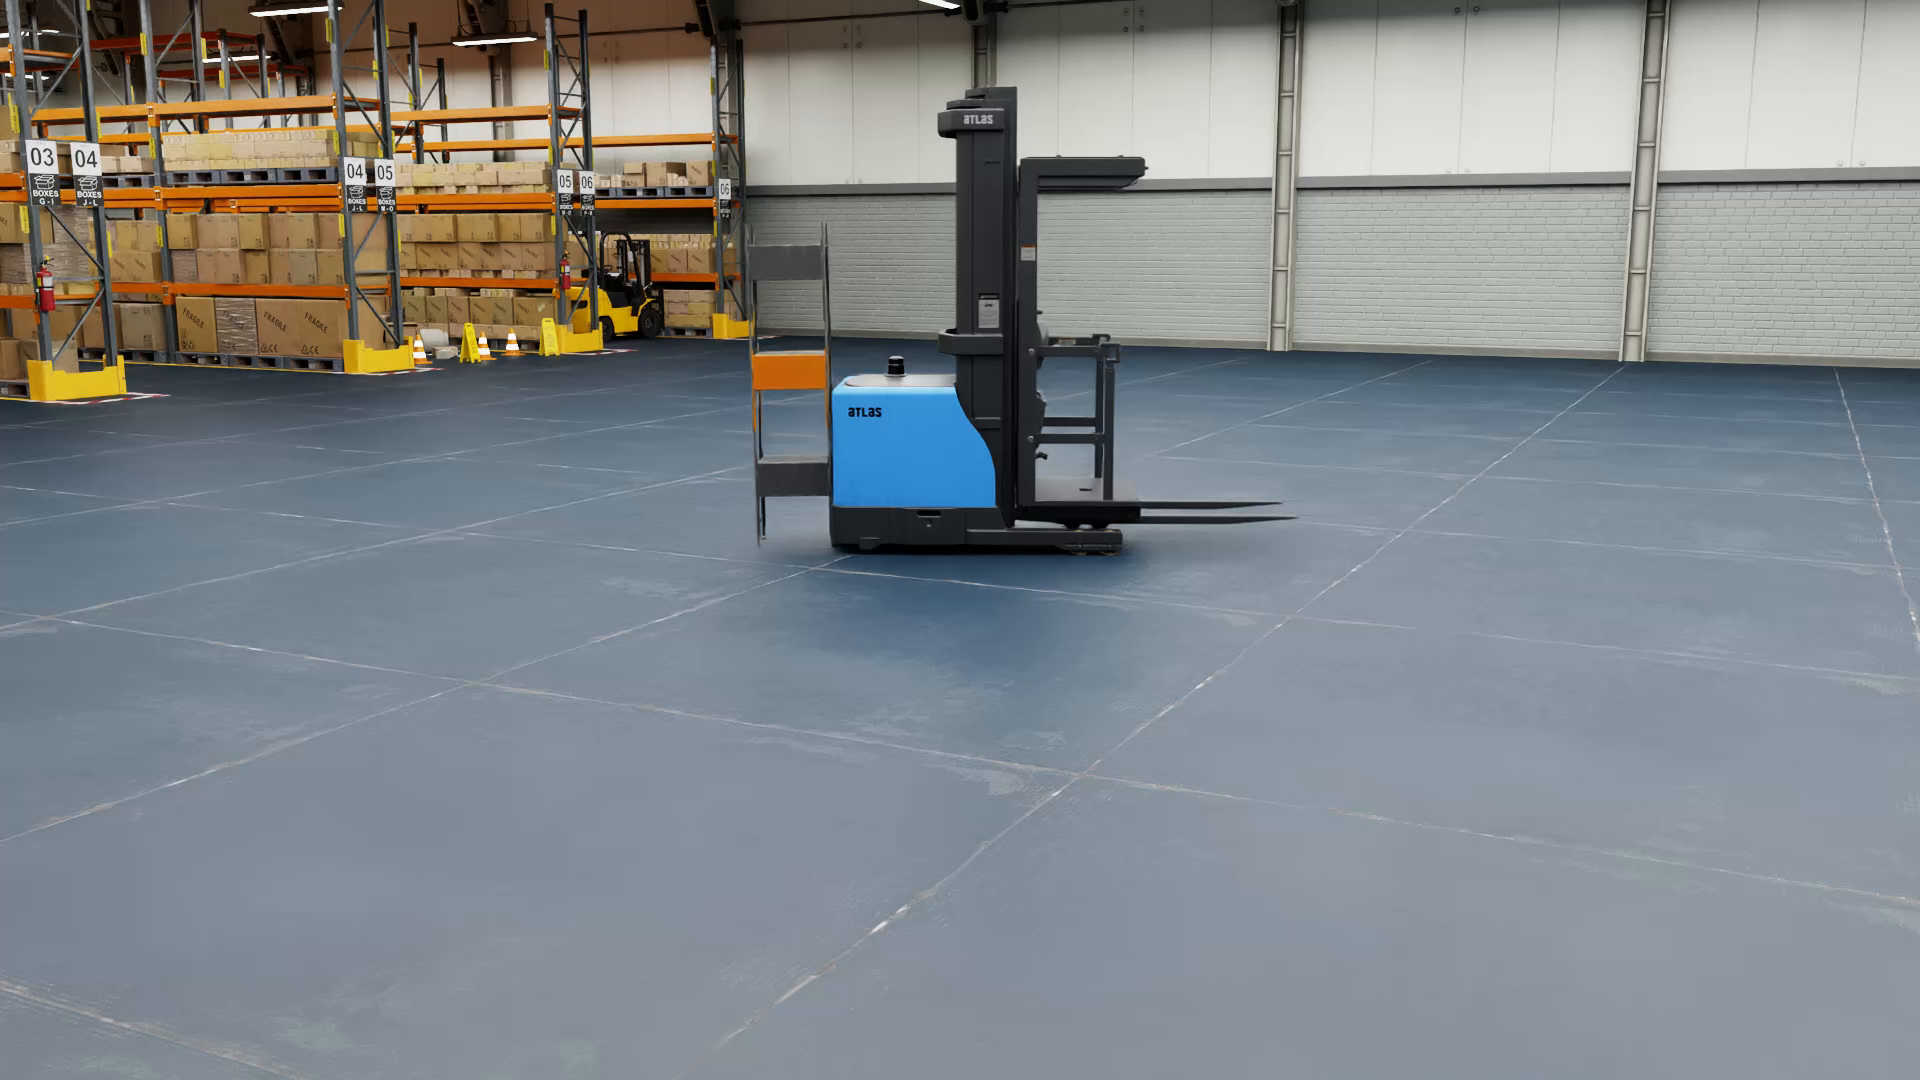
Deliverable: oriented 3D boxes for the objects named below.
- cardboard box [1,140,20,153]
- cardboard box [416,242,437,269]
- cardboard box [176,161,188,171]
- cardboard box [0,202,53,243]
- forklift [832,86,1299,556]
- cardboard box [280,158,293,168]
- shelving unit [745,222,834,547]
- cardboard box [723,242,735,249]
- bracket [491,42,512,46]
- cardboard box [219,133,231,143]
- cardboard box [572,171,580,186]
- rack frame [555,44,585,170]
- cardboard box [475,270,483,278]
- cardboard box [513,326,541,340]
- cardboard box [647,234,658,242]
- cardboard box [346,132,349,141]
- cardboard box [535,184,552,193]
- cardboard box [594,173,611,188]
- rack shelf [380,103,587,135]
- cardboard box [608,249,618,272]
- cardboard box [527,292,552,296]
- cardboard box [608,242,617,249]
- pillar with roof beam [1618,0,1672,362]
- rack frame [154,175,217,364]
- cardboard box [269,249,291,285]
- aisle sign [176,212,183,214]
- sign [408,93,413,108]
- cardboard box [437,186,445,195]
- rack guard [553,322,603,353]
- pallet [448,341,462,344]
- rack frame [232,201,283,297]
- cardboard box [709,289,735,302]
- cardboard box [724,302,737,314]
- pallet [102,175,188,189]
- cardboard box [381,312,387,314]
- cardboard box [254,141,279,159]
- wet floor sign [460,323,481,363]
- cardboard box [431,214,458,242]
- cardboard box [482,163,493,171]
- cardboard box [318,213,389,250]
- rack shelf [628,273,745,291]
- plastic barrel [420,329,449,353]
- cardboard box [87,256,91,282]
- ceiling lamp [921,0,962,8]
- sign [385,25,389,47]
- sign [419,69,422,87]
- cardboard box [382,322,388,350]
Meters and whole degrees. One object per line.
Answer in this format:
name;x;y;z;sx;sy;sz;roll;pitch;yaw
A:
cardboard box;-11.659;-4.885;20.675;0.250;0.149;0.380;5;11;26
cardboard box;-9.742;-5.293;30.935;0.500;0.500;0.500;5;11;26
cardboard box;-12.165;-5.919;26.333;0.250;0.149;0.380;5;11;26
cardboard box;-11.875;-4.006;21.016;0.500;0.500;0.500;5;11;26
forklift;0.693;-1.436;10.933;3.031;2.935;1.130;0;10;1
cardboard box;-10.117;-5.739;25.339;0.250;0.149;0.380;5;11;26
shelving unit;-1.106;-1.024;10.969;0.503;2.100;0.431;-1;10;-1
cardboard box;-4.884;-6.126;34.556;0.250;0.149;0.380;5;11;24
bracket;-10.085;-10.995;36.608;0.430;0.232;0.235;5;11;26
cardboard box;-11.256;-6.231;25.820;0.250;0.149;0.380;5;11;26
cardboard box;-7.220;-6.528;30.038;0.500;0.250;0.500;5;11;25
rack frame;-8.281;-8.957;35.453;0.127;3.000;1.000;5;11;26
cardboard box;-8.679;-4.892;30.543;0.250;0.149;0.380;5;11;26
cardboard box;-7.753;-3.773;30.196;0.500;0.250;0.500;5;11;26
cardboard box;-6.298;-6.284;34.590;0.250;0.149;0.380;5;12;27
cardboard box;-9.369;-6.196;25.626;0.250;0.149;0.380;5;11;26
cardboard box;-7.331;-6.233;29.528;0.250;0.149;0.380;5;11;26
cardboard box;-7.643;-7.589;35.105;0.500;0.311;0.500;5;12;27
rack shelf;-8.681;-7.651;30.265;4.000;0.370;1.077;5;11;26
cardboard box;-7.070;-5.899;35.123;0.500;0.500;0.500;5;11;25
cardboard box;-9.447;-5.145;36.723;0.625;0.625;0.875;5;11;25
cardboard box;-7.210;-6.218;35.061;0.250;0.149;0.380;5;11;25
pillar with roof beam;9.318;-6.735;23.174;0.400;9.000;9.100;5;11;26
rack frame;-12.574;-4.413;27.193;0.127;3.000;1.000;5;11;26
cardboard box;-10.289;-4.298;26.135;0.550;0.550;0.875;5;11;26
aisle sign;-19.234;-8.188;40.751;0.004;0.787;0.394;5;11;26
sign;-12.100;-9.683;36.621;0.005;0.325;0.100;5;11;26
cardboard box;-9.380;-6.420;30.565;0.250;0.149;0.380;5;11;24
rack guard;-6.955;-3.673;30.120;0.348;0.500;1.175;5;11;26
pallet;-9.856;-3.793;31.593;1.213;0.211;1.003;5;11;26
rack frame;-14.061;-5.527;33.347;0.127;3.000;1.000;5;11;26
cardboard box;-5.041;-5.104;34.741;0.500;0.250;0.500;5;11;25
cardboard box;-5.024;-4.860;34.797;0.500;0.250;0.500;5;12;27
pallet;-13.418;-5.860;27.299;1.217;0.209;0.805;5;11;24
cardboard box;-11.592;-4.223;32.338;0.625;0.372;0.950;6;12;29
cardboard box;-10.447;-5.976;25.530;0.500;0.250;0.500;5;11;25
wet floor sign;-8.085;-3.254;27.396;0.232;0.644;0.267;3;11;16
cardboard box;-9.289;-5.743;30.614;0.500;0.500;0.700;5;11;25
cardboard box;-8.416;-6.738;30.082;0.250;0.149;0.380;5;11;24
cardboard box;-9.302;-4.739;25.538;0.550;0.550;0.875;5;11;26
rack shelf;-6.488;-5.493;35.181;4.000;0.370;1.077;5;11;26
plastic barrel;-9.409;-3.550;29.657;0.512;0.421;0.421;-4;11;-23
cardboard box;-14.523;-4.580;27.835;0.500;0.500;0.500;5;11;25
ceiling lamp;-0.317;-10.365;26.844;0.800;3.185;2.000;5;11;26
sign;-8.735;-7.676;25.307;0.005;0.325;0.100;5;11;26
sign;-10.218;-8.748;31.452;0.005;0.325;0.100;5;11;26
cardboard box;-10.425;-3.542;29.005;0.503;0.637;0.797;5;11;26
